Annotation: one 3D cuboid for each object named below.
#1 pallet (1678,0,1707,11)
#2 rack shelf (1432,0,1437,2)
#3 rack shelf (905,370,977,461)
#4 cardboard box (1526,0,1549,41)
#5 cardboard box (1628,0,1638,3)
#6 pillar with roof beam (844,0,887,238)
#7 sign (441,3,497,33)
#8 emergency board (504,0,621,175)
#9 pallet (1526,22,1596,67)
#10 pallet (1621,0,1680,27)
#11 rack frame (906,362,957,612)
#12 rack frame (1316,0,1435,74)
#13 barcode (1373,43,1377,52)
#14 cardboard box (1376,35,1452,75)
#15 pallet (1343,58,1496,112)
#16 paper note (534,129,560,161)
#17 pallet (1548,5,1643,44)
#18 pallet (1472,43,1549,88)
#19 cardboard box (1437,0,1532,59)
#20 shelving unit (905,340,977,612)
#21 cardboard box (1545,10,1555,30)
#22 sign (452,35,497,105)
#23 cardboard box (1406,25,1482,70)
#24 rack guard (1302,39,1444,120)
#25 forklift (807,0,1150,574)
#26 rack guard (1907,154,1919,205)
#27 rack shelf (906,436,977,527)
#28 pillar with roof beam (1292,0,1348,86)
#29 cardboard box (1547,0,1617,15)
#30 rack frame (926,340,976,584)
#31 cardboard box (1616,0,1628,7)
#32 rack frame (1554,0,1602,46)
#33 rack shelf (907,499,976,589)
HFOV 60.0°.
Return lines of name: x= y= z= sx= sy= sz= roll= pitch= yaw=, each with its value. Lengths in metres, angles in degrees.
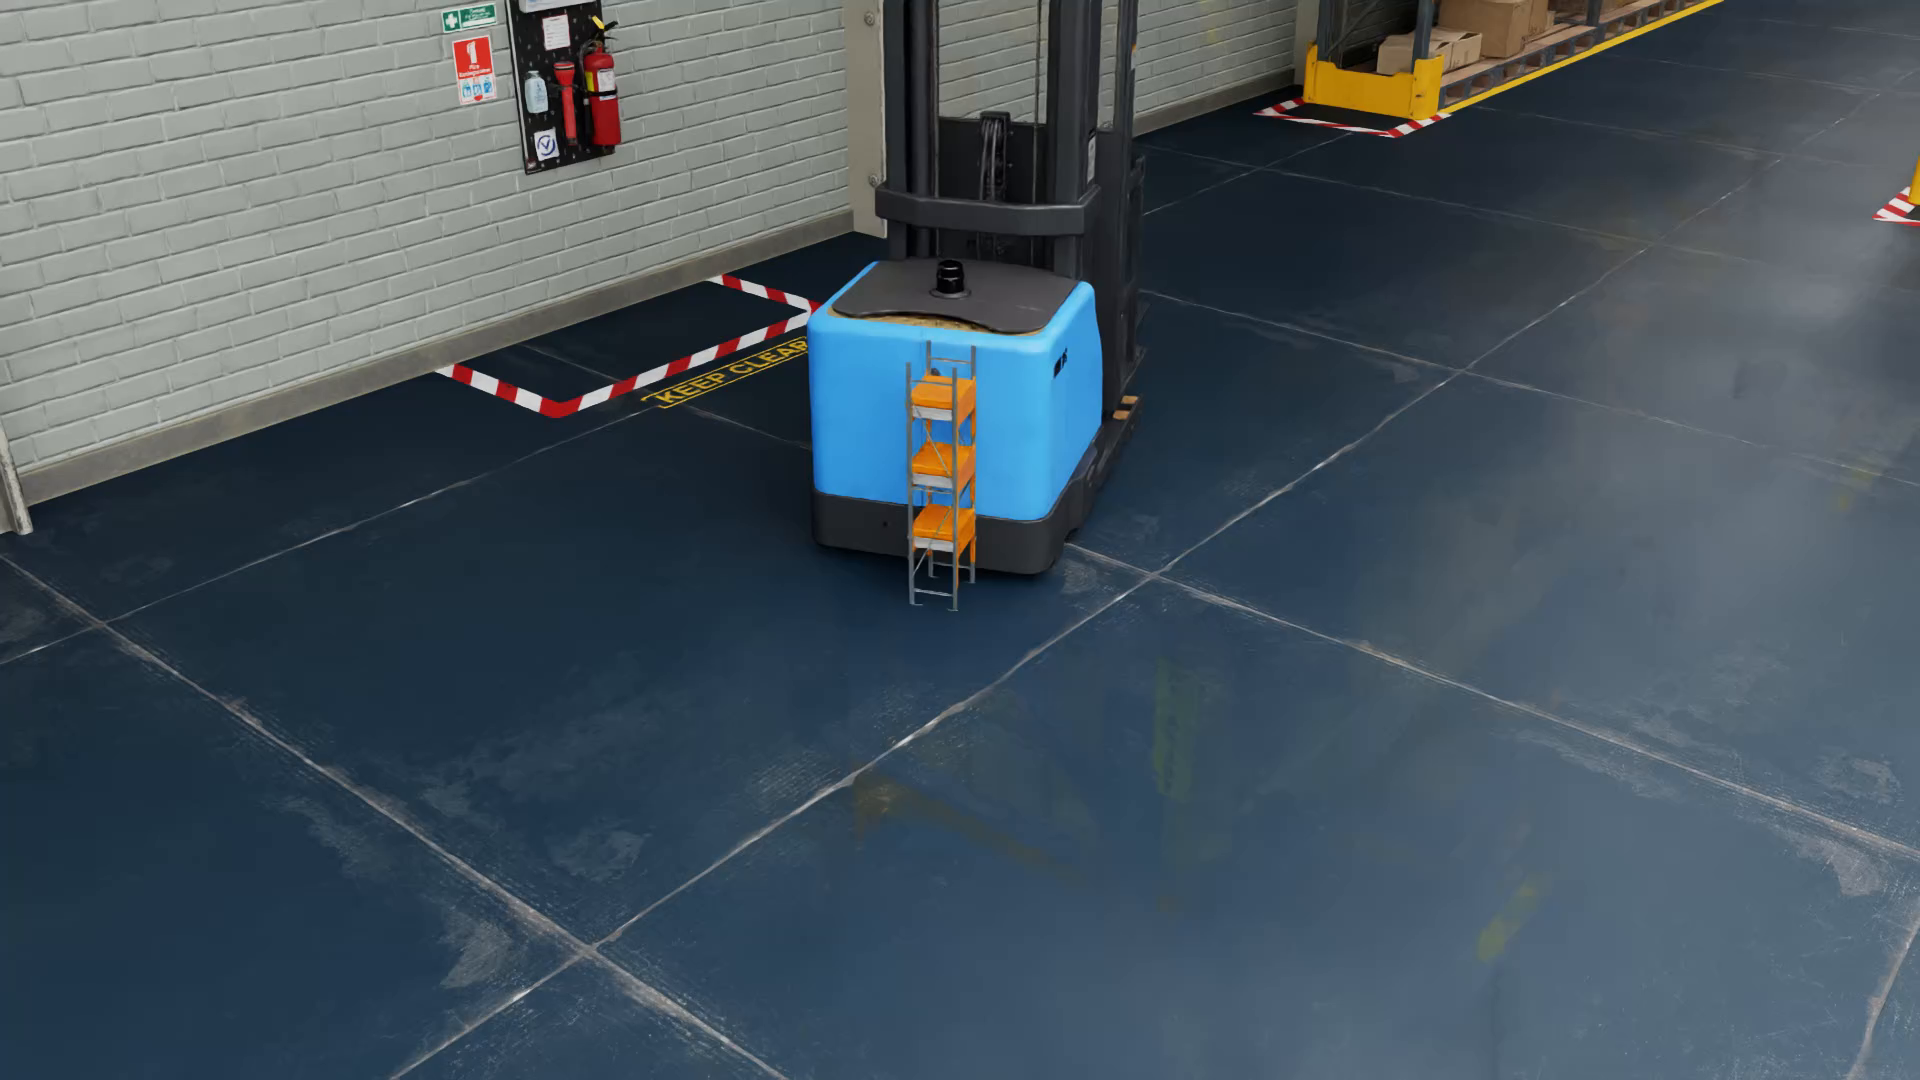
pallet: x=8.123 y=-6.421 z=19.432 sx=1.003 sy=0.211 sz=1.213 roll=21 pitch=34 yaw=34
rack shelf: x=4.805 y=-5.489 z=15.379 sx=1.077 sy=0.370 sz=4.000 roll=21 pitch=34 yaw=34
rack shelf: x=-0.071 y=-0.486 z=6.452 sx=0.215 sy=0.259 sz=0.240 roll=8 pitch=28 yaw=15
cardboard box: x=5.448 y=-5.223 z=16.324 sx=0.500 sy=0.500 sz=0.500 roll=18 pitch=32 yaw=31
cardboard box: x=7.178 y=-6.236 z=18.281 sx=0.700 sy=0.500 sz=0.500 roll=21 pitch=34 yaw=35
pillar with roof beam: x=2.816 y=-4.880 z=6.889 sx=9.100 sy=9.000 sz=0.400 roll=21 pitch=34 yaw=34
sign: x=-2.528 y=-2.693 z=8.575 sx=0.001 sy=0.109 sz=0.331 roll=21 pitch=34 yaw=34
emergency board: x=-2.107 y=-2.608 z=9.027 sx=0.194 sy=1.169 sz=0.643 roll=21 pitch=34 yaw=34
pallet: x=5.677 y=-5.031 z=16.745 sx=1.003 sy=0.211 sz=1.213 roll=21 pitch=34 yaw=34
pallet: x=7.347 y=-5.990 z=18.599 sx=1.003 sy=0.211 sz=1.213 roll=21 pitch=34 yaw=34
rack frame: x=-0.107 y=-0.190 z=6.474 sx=0.200 sy=1.050 sz=0.008 roll=8 pitch=28 yaw=15
rack frame: x=3.533 y=-5.100 z=13.843 sx=1.000 sy=3.000 sz=0.127 roll=21 pitch=34 yaw=34
barcode: x=3.746 y=-4.447 z=15.019 sx=0.001 sy=0.075 sz=0.075 roll=21 pitch=34 yaw=34
cardboard box: x=4.043 y=-4.320 z=14.783 sx=0.500 sy=0.311 sz=0.500 roll=17 pitch=32 yaw=29
pallet: x=4.125 y=-4.166 z=15.073 sx=1.003 sy=0.211 sz=1.213 roll=21 pitch=34 yaw=34
paper note: x=-2.273 y=-2.174 z=9.147 sx=0.016 sy=0.148 sz=0.142 roll=21 pitch=34 yaw=34
pallet: x=6.571 y=-5.556 z=17.760 sx=1.003 sy=0.211 sz=1.213 roll=21 pitch=34 yaw=34
pallet: x=4.902 y=-4.596 z=15.905 sx=1.003 sy=0.211 sz=1.213 roll=21 pitch=34 yaw=34
cardboard box: x=4.910 y=-4.851 z=15.605 sx=0.700 sy=0.500 sz=0.500 roll=18 pitch=33 yaw=31
shelving unit: x=-0.071 y=-0.243 z=6.578 sx=0.215 sy=1.050 sz=0.252 roll=8 pitch=28 yaw=15
cardboard box: x=5.760 y=-5.256 z=16.751 sx=0.380 sy=0.166 sz=0.250 roll=16 pitch=31 yaw=28
sign: x=-2.538 y=-2.458 z=8.698 sx=0.001 sy=0.329 sz=0.234 roll=21 pitch=34 yaw=34
cardboard box: x=4.405 y=-4.522 z=15.174 sx=0.500 sy=0.311 sz=0.500 roll=24 pitch=36 yaw=38
rack guard: x=3.581 y=-4.016 z=14.469 sx=1.175 sy=0.500 sz=0.348 roll=21 pitch=34 yaw=34
forklift: x=0.289 y=-1.820 z=7.579 sx=1.130 sy=2.935 sz=3.031 roll=8 pitch=28 yaw=15
rack guard: x=7.343 y=-2.534 z=11.605 sx=1.175 sy=0.500 sz=0.348 roll=21 pitch=34 yaw=34
rack shelf: x=-0.071 y=-0.234 z=6.583 sx=0.215 sy=0.259 sz=0.240 roll=8 pitch=28 yaw=15
pillar with roof beam: x=6.633 y=-7.007 z=11.001 sx=9.100 sy=9.000 sz=0.400 roll=21 pitch=34 yaw=34
cardboard box: x=6.533 y=-5.869 z=17.572 sx=0.700 sy=0.500 sz=0.500 roll=22 pitch=35 yaw=36
rack frame: x=-0.035 y=-0.297 z=6.682 sx=0.200 sy=1.050 sz=0.008 roll=8 pitch=28 yaw=15
cardboard box: x=6.823 y=-6.067 z=17.954 sx=0.700 sy=0.500 sz=0.500 roll=20 pitch=33 yaw=33
rack frame: x=6.077 y=-6.518 z=16.584 sx=1.000 sy=3.000 sz=0.127 roll=21 pitch=34 yaw=34
rack shelf: x=-0.071 y=0.013 z=6.711 sx=0.215 sy=0.259 sz=0.240 roll=8 pitch=28 yaw=15
